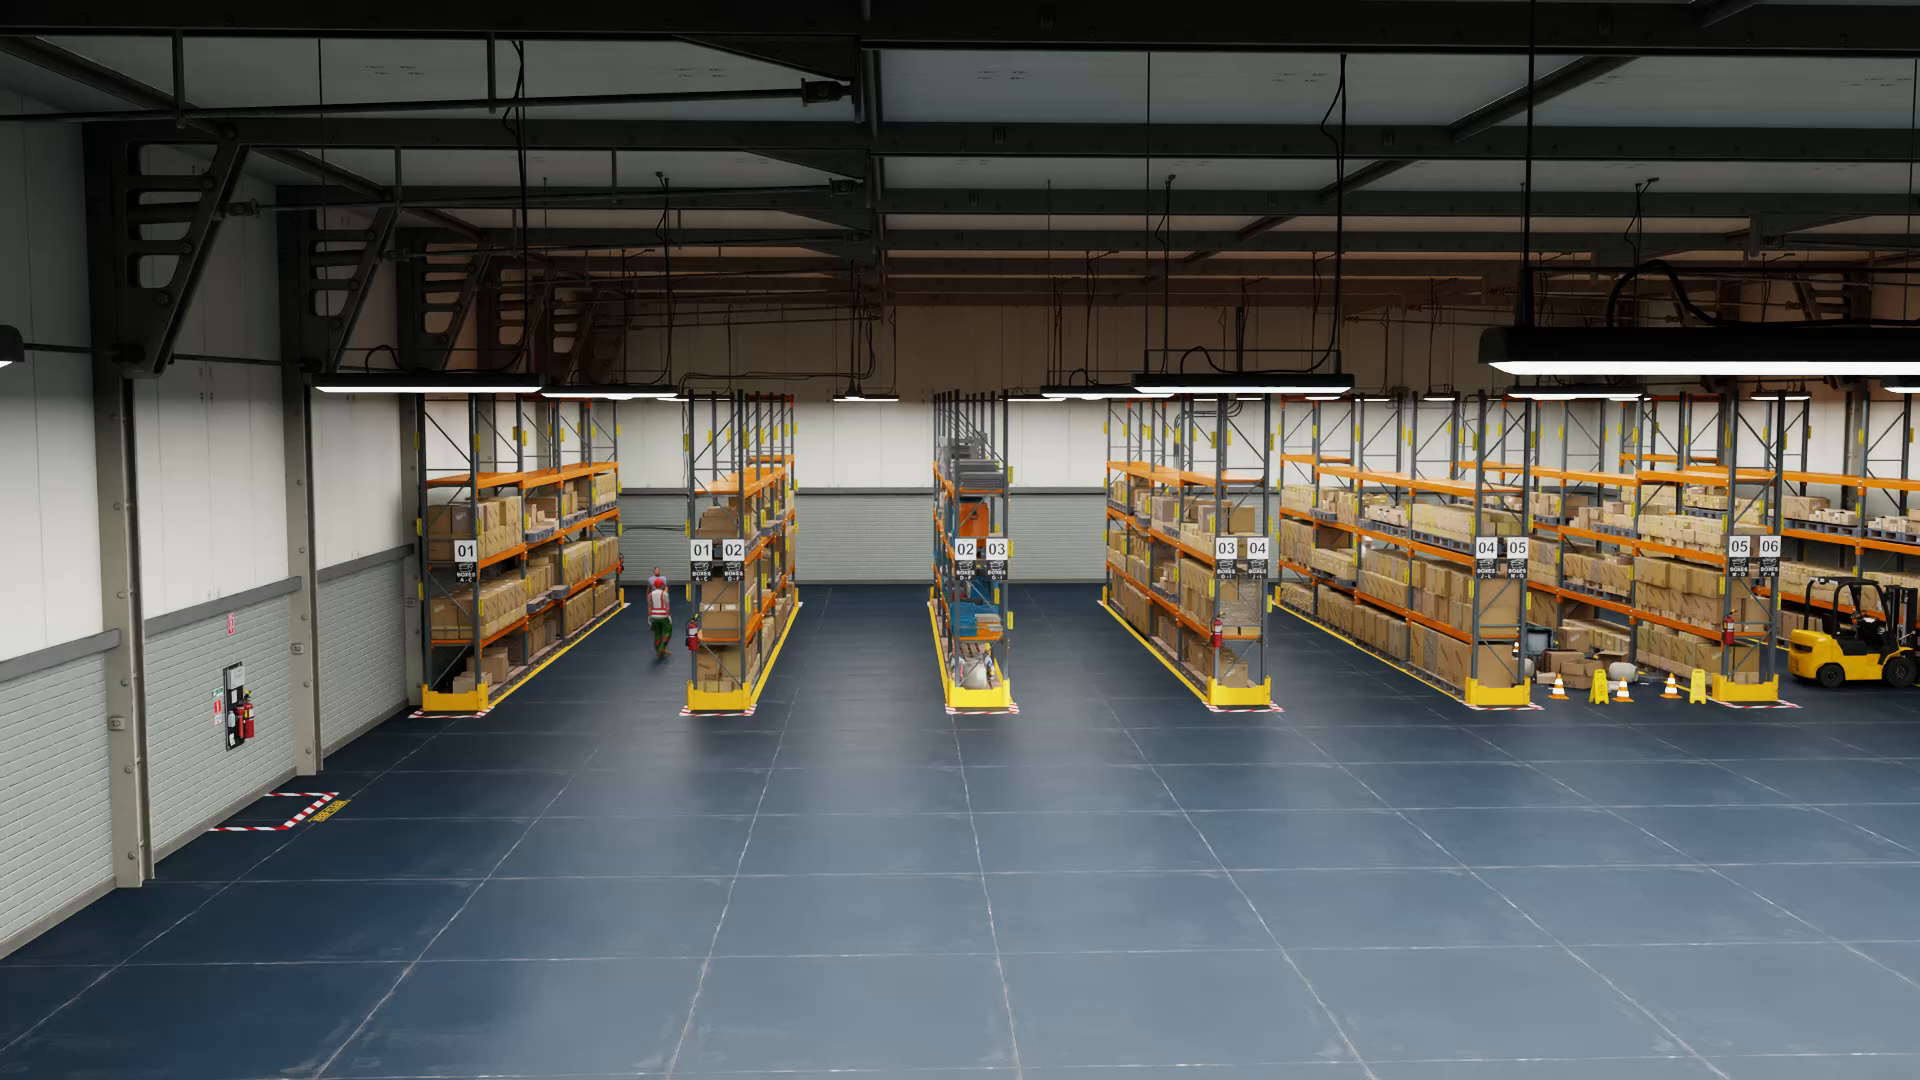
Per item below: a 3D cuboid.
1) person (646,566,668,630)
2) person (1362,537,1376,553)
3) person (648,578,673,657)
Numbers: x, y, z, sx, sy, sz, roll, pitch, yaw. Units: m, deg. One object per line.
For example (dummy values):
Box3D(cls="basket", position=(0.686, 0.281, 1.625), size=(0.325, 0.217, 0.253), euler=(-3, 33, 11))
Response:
Box3D(cls="person", position=(-7.711, 1.461, 42.329), size=(0.547, 1.583, 1.052), euler=(-1, 5, -11))
Box3D(cls="person", position=(12.331, 0.753, 50.201), size=(0.607, 1.715, 1.066), euler=(1, 5, 7))
Box3D(cls="person", position=(-6.808, 1.764, 37.637), size=(0.582, 1.779, 0.546), euler=(1, 5, 13))
